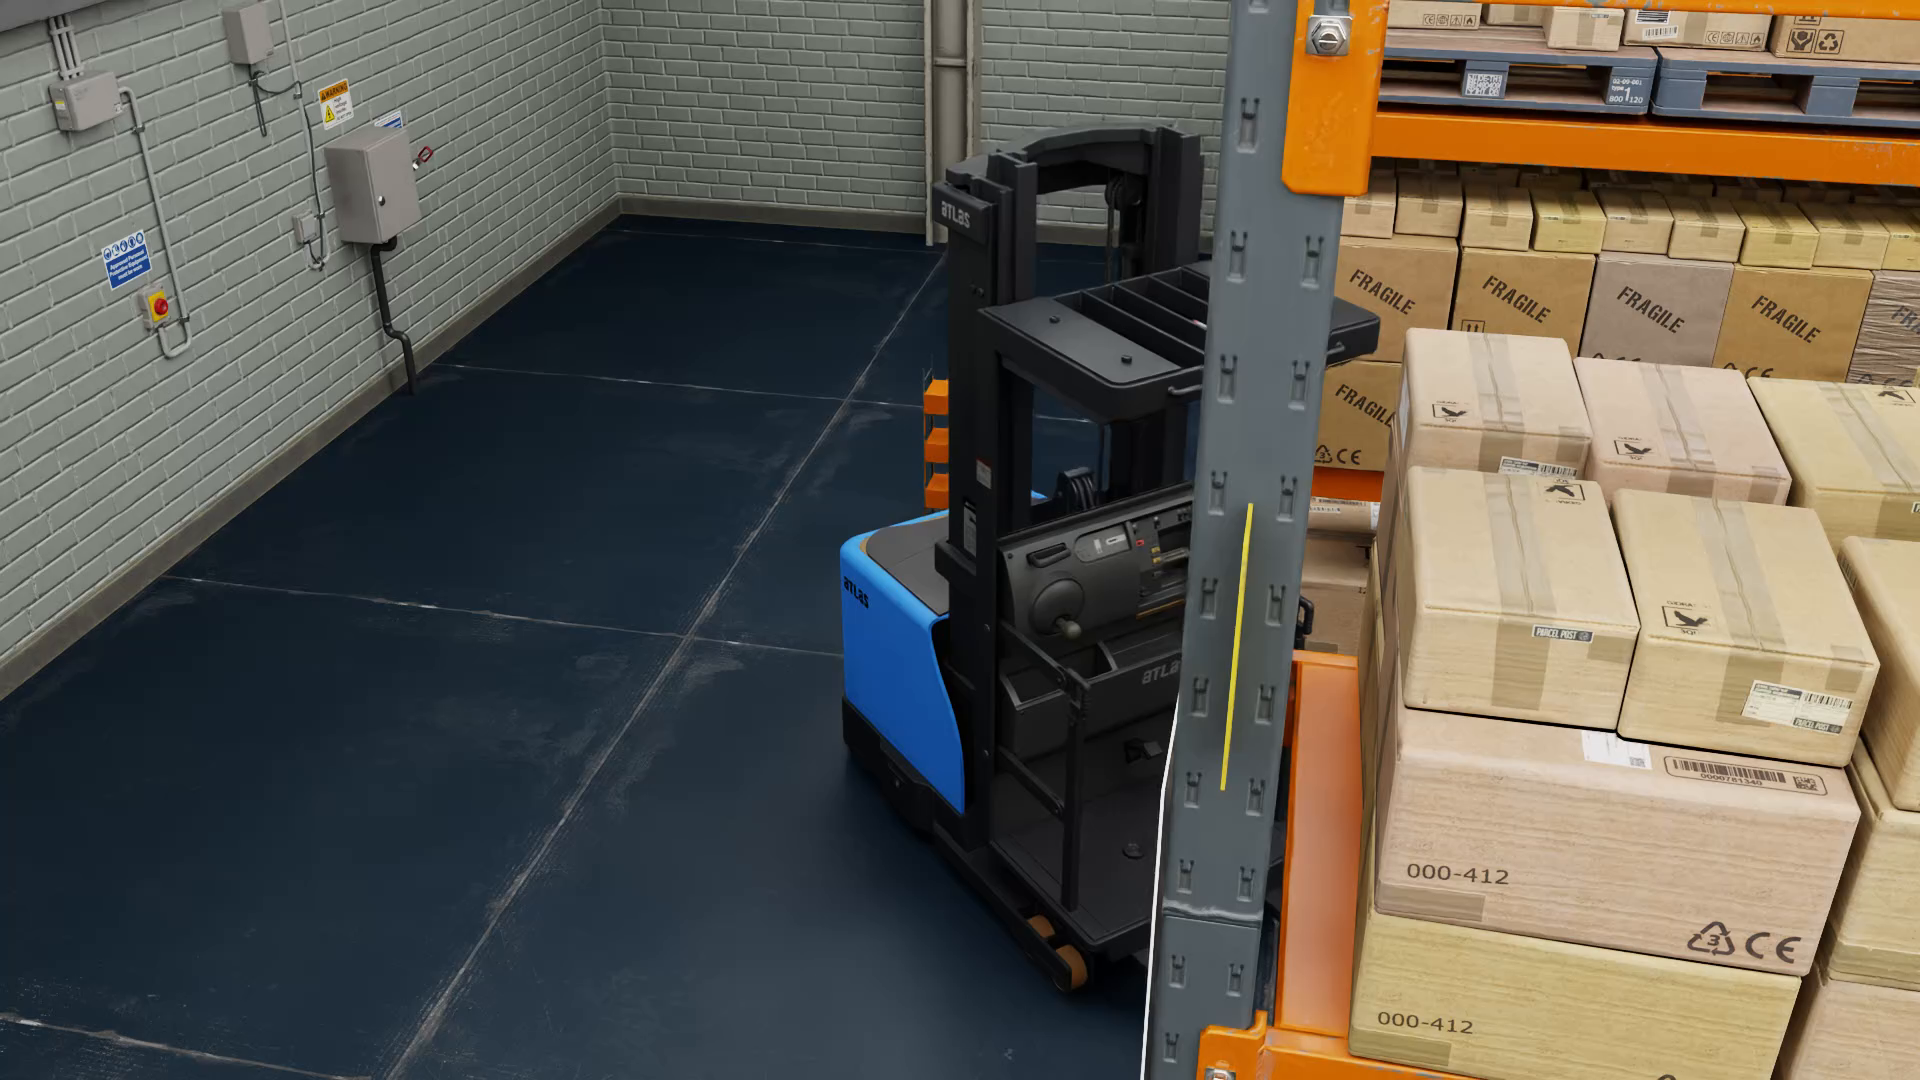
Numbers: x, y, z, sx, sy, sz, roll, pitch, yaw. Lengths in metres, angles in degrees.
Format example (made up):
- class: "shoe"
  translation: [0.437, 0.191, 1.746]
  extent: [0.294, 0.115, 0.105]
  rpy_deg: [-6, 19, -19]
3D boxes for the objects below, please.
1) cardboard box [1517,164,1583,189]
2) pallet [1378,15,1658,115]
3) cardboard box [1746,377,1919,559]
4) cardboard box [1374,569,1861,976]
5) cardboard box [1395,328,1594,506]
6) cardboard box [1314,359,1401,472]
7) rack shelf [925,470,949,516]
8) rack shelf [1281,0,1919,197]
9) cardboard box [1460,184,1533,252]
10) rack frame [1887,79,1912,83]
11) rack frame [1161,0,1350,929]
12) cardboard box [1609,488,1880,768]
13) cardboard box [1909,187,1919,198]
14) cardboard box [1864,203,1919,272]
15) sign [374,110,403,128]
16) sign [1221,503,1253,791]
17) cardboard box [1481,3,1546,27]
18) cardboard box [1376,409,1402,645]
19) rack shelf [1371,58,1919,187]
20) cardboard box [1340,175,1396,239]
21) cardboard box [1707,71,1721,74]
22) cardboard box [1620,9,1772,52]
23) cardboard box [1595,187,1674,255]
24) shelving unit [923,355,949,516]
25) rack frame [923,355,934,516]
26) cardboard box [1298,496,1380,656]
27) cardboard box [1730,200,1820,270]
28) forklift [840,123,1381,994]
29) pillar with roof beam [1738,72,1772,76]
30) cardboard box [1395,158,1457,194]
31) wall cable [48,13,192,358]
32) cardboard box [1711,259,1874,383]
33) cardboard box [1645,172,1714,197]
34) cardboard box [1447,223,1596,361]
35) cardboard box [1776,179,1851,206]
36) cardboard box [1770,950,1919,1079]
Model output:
- class: "cardboard box"
  translation: [2.513, -1.548, 7.133]
  extent: [0.250, 0.149, 0.380]
  rpy_deg: [7, 29, 12]
- class: "pallet"
  translation: [2.087, -1.975, 6.703]
  extent: [1.213, 0.211, 1.003]
  rpy_deg: [6, 29, 11]
- class: "cardboard box"
  translation: [1.282, -0.086, 2.380]
  extent: [0.250, 0.149, 0.380]
  rpy_deg: [5, 29, 9]
- class: "cardboard box"
  translation: [0.809, 0.265, 2.155]
  extent: [0.500, 0.250, 0.500]
  rpy_deg: [6, 29, 11]
- class: "cardboard box"
  translation: [0.810, -0.182, 2.555]
  extent: [0.250, 0.149, 0.380]
  rpy_deg: [6, 29, 10]
- class: "cardboard box"
  translation: [1.768, -0.629, 7.171]
  extent: [0.500, 0.500, 0.500]
  rpy_deg: [6, 29, 10]
- class: "rack shelf"
  translation: [-0.052, -0.213, 9.146]
  extent: [0.240, 0.259, 0.215]
  rpy_deg: [6, 29, 11]
- class: "rack shelf"
  translation: [2.380, -0.547, 1.631]
  extent: [4.000, 0.370, 1.077]
  rpy_deg: [6, 29, 11]
- class: "cardboard box"
  translation: [2.150, -1.296, 6.674]
  extent: [0.250, 0.149, 0.380]
  rpy_deg: [7, 29, 12]
- class: "rack frame"
  translation: [6.304, -2.698, 11.055]
  extent: [0.127, 3.000, 1.000]
  rpy_deg: [6, 29, 11]
- class: "rack frame"
  translation: [0.424, -1.064, 1.824]
  extent: [0.127, 3.000, 1.000]
  rpy_deg: [6, 29, 11]
- class: "cardboard box"
  translation: [0.939, 0.096, 2.047]
  extent: [0.250, 0.149, 0.380]
  rpy_deg: [7, 29, 13]
- class: "cardboard box"
  translation: [4.019, -1.405, 6.872]
  extent: [0.250, 0.149, 0.380]
  rpy_deg: [5, 29, 9]
- class: "cardboard box"
  translation: [3.666, -1.173, 6.448]
  extent: [0.250, 0.149, 0.380]
  rpy_deg: [5, 29, 9]
- class: "sign"
  translation: [-3.678, -2.505, 10.801]
  extent: [0.001, 0.494, 0.329]
  rpy_deg: [6, 29, 11]
- class: "sign"
  translation: [0.311, 0.123, 1.868]
  extent: [0.005, 0.325, 0.100]
  rpy_deg: [6, 29, 11]
- class: "cardboard box"
  translation: [2.244, -2.194, 6.731]
  extent: [0.250, 0.149, 0.380]
  rpy_deg: [4, 29, 7]
- class: "cardboard box"
  translation: [0.928, 0.024, 2.594]
  extent: [0.500, 0.250, 0.500]
  rpy_deg: [5, 29, 9]
- class: "rack shelf"
  translation: [3.315, -1.567, 6.615]
  extent: [4.000, 0.370, 1.077]
  rpy_deg: [6, 29, 11]
- class: "cardboard box"
  translation: [1.648, -1.369, 6.807]
  extent: [0.250, 0.149, 0.380]
  rpy_deg: [6, 29, 12]
- class: "cardboard box"
  translation: [4.903, -3.366, 11.340]
  extent: [0.500, 0.500, 0.500]
  rpy_deg: [5, 29, 9]
- class: "cardboard box"
  translation: [2.812, -2.099, 6.388]
  extent: [0.500, 0.311, 0.500]
  rpy_deg: [6, 29, 11]
- class: "cardboard box"
  translation: [2.679, -1.277, 6.638]
  extent: [0.250, 0.149, 0.380]
  rpy_deg: [6, 29, 11]
- class: "shelving unit"
  translation: [-0.052, -0.466, 9.008]
  extent: [0.252, 1.050, 0.215]
  rpy_deg: [6, 29, 11]
- class: "rack frame"
  translation: [-0.172, -0.478, 9.030]
  extent: [0.008, 1.050, 0.200]
  rpy_deg: [6, 29, 11]
- class: "cardboard box"
  translation: [2.025, 0.191, 8.008]
  extent: [0.875, 0.438, 0.875]
  rpy_deg: [5, 29, 9]
- class: "cardboard box"
  translation: [3.156, -1.194, 6.486]
  extent: [0.250, 0.149, 0.380]
  rpy_deg: [5, 29, 9]
- class: "forklift"
  translation: [0.677, 0.134, 5.953]
  extent: [1.130, 2.935, 3.031]
  rpy_deg: [-17, 33, -27]
- class: "pillar with roof beam"
  translation: [4.912, -3.801, 6.822]
  extent: [0.400, 9.000, 9.100]
  rpy_deg: [6, 29, 11]
- class: "cardboard box"
  translation: [2.005, -1.579, 7.189]
  extent: [0.250, 0.149, 0.380]
  rpy_deg: [6, 29, 11]
- class: "wall cable"
  translation: [-4.160, -1.782, 8.290]
  extent: [0.123, 1.953, 0.585]
  rpy_deg: [6, 29, 11]
- class: "cardboard box"
  translation: [3.269, -0.922, 6.666]
  extent: [0.500, 0.500, 0.500]
  rpy_deg: [6, 29, 11]
- class: "cardboard box"
  translation: [3.011, -1.491, 7.028]
  extent: [0.250, 0.149, 0.380]
  rpy_deg: [7, 29, 12]
- class: "cardboard box"
  translation: [2.276, -1.020, 6.844]
  extent: [0.500, 0.500, 0.500]
  rpy_deg: [5, 29, 9]
- class: "cardboard box"
  translation: [3.531, -1.449, 6.952]
  extent: [0.250, 0.149, 0.380]
  rpy_deg: [6, 29, 11]
- class: "cardboard box"
  translation: [1.324, 0.537, 2.178]
  extent: [0.500, 0.250, 0.500]
  rpy_deg: [7, 29, 12]
